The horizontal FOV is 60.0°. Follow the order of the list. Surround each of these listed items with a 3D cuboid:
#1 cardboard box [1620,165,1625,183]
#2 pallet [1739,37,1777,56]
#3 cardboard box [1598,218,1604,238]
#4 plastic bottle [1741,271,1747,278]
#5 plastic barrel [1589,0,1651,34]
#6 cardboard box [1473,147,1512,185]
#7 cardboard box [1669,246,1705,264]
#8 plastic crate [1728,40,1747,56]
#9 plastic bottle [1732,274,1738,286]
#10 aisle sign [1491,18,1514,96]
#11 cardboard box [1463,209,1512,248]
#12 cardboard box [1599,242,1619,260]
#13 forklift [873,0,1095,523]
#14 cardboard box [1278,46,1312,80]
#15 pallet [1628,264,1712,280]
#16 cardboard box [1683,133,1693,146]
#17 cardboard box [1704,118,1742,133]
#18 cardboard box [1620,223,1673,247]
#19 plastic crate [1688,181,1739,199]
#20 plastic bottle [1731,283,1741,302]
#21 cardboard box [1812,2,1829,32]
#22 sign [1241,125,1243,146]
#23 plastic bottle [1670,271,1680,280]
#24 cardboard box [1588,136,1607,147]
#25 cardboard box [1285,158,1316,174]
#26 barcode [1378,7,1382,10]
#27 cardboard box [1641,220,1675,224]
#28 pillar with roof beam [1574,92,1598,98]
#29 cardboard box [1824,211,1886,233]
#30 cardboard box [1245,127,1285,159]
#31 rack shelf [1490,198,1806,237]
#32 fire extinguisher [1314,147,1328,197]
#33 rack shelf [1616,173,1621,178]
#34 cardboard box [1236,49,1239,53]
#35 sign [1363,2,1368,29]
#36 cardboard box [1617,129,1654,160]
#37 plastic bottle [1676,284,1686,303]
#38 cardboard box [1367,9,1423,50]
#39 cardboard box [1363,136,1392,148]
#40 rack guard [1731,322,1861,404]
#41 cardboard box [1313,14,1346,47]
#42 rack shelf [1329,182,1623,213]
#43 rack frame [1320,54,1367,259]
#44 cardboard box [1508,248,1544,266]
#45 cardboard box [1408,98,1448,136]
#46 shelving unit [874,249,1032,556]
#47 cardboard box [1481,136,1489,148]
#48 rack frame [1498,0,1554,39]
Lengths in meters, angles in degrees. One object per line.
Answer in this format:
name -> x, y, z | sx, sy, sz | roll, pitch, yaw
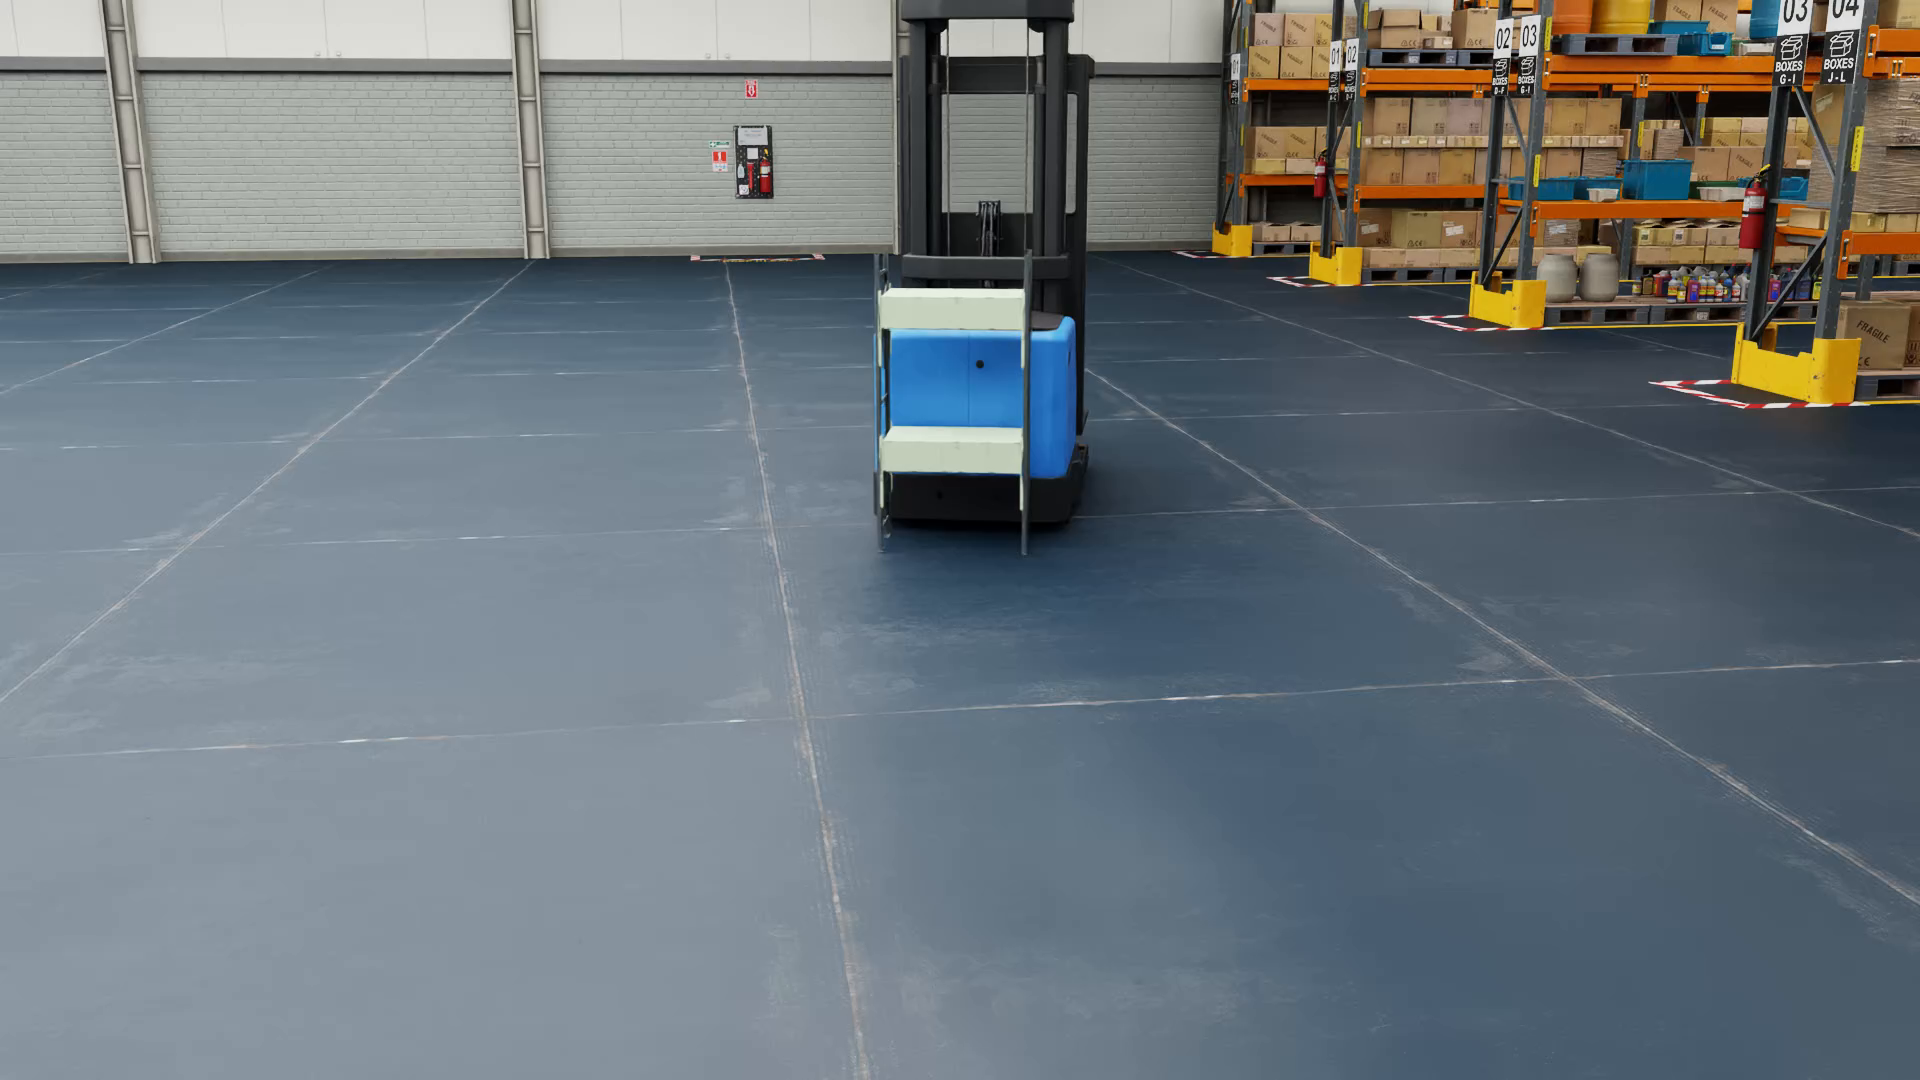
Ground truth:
cardboard box -> 9.637, -5.140, 23.360 | 0.500, 0.250, 0.500 | -1, 14, -5
pallet -> 9.192, -5.307, 17.938 | 1.003, 0.211, 1.213 | -2, 14, -8
cardboard box -> 10.653, -5.468, 28.592 | 0.500, 0.500, 0.700 | -2, 14, -9
plastic bottle -> 8.906, -2.919, 18.901 | 0.097, 0.271, 0.097 | 0, 14, 0
plastic barrel -> 7.044, -5.670, 17.747 | 0.600, 0.588, 0.600 | 0, 14, 0
cardboard box -> 7.195, -5.159, 22.920 | 0.500, 0.500, 0.700 | -2, 14, -7
cardboard box -> 10.098, -4.028, 23.406 | 0.500, 0.250, 0.500 | -2, 14, -7
plastic crate -> 8.290, -5.354, 18.172 | 0.450, 0.188, 0.336 | -2, 14, -8
plastic bottle -> 8.610, -2.798, 18.393 | 0.133, 0.283, 0.061 | -2, 14, -8
aisle sign -> 5.820, -5.178, 17.858 | 0.004, 0.787, 0.394 | -2, 14, -8
cardboard box -> 7.249, -4.293, 22.922 | 0.500, 0.500, 0.500 | -2, 14, -8
cardboard box -> 9.524, -4.139, 23.850 | 0.500, 0.250, 0.500 | -2, 14, -9
forklift -> 0.224, -1.821, 9.956 | 1.130, 2.935, 3.031 | 2, 14, 7
cardboard box -> 5.364, -7.707, 26.874 | 0.500, 0.500, 0.500 | -1, 14, -5
pallet -> 9.880, -3.868, 23.712 | 1.213, 0.211, 1.003 | -2, 14, -8
cardboard box -> 12.798, -6.804, 28.828 | 0.500, 0.500, 0.500 | -2, 14, -8
cardboard box -> 12.886, -7.043, 28.238 | 0.500, 0.250, 0.500 | -2, 14, -7
cardboard box -> 9.603, -4.282, 23.265 | 0.500, 0.311, 0.500 | -2, 14, -8
plastic crate -> 8.507, -3.909, 18.578 | 0.662, 0.188, 0.450 | -2, 14, -8
plastic bottle -> 8.514, -2.722, 18.258 | 0.097, 0.201, 0.097 | 0, 14, 0
cardboard box -> 7.113, -4.117, 13.116 | 0.500, 0.250, 0.500 | -2, 14, -7
sign -> 4.541, -6.521, 26.776 | 0.005, 0.325, 0.100 | -2, 14, -8
plastic bottle -> 8.077, -2.920, 18.893 | 0.135, 0.276, 0.152 | -2, 14, -10
cardboard box -> 8.675, -5.478, 22.859 | 0.250, 0.149, 0.380 | -2, 14, -9
cardboard box -> 5.501, -6.132, 27.272 | 0.500, 0.250, 0.500 | -3, 14, -10
barcode -> 6.977, -8.806, 27.595 | 0.075, 0.075, 0.001 | -2, 14, -8
cardboard box -> 10.028, -4.431, 23.859 | 0.500, 0.311, 0.500 | -2, 14, -7
pillar with roof beam -> 11.598, -8.556, 24.341 | 0.400, 9.000, 9.100 | -2, 14, -8
cardboard box -> 6.991, -2.488, 12.992 | 0.250, 0.149, 0.380 | -2, 14, -8
cardboard box -> 4.977, -6.477, 27.107 | 0.500, 0.500, 0.500 | -2, 14, -8
rack shelf -> 7.913, -3.572, 18.276 | 4.000, 0.370, 1.077 | -2, 14, -8
fire extinguisher -> 5.015, -5.110, 23.089 | 0.183, 0.674, 0.296 | -2, 14, -8
rack shelf -> 10.393, -6.100, 28.356 | 4.000, 0.370, 1.077 | -2, 14, -8
cardboard box -> 4.835, -7.820, 27.325 | 0.500, 0.500, 0.500 | -1, 14, -4
sign -> 5.278, -6.823, 21.637 | 0.005, 0.325, 0.100 | -2, 14, -8
cardboard box -> 11.359, -6.737, 28.308 | 0.500, 0.500, 0.700 | -3, 14, -14
plastic bottle -> 7.877, -2.699, 18.164 | 0.097, 0.201, 0.097 | 0, 14, 0
cardboard box -> 5.770, -6.836, 22.284 | 0.637, 0.503, 0.797 | -1, 14, -4
cardboard box -> 5.622, -5.365, 22.410 | 0.250, 0.149, 0.380 | -2, 14, -9
rack guard -> 6.749, -1.447, 13.464 | 0.348, 0.500, 1.175 | -2, 14, -8
cardboard box -> 5.886, -8.212, 26.832 | 0.500, 0.500, 0.500 | -2, 14, -7
rack shelf -> 7.179, -4.763, 23.028 | 4.000, 0.370, 1.077 | -2, 14, -8
rack frame -> 5.201, -5.040, 22.651 | 0.127, 3.000, 1.000 | -2, 14, -8
cardboard box -> 7.743, -3.948, 23.087 | 0.500, 0.250, 0.500 | -2, 14, -8
cardboard box -> 6.237, -5.754, 22.625 | 0.500, 0.500, 0.700 | -2, 14, -10
shelving unit -> -0.026, -0.701, 8.435 | 0.755, 1.500, 0.431 | 1, 14, 5
cardboard box -> 7.142, -5.421, 22.631 | 0.250, 0.149, 0.380 | -2, 14, -8
rack frame -> 5.936, -6.758, 17.170 | 0.127, 3.000, 1.000 | -2, 14, -8
